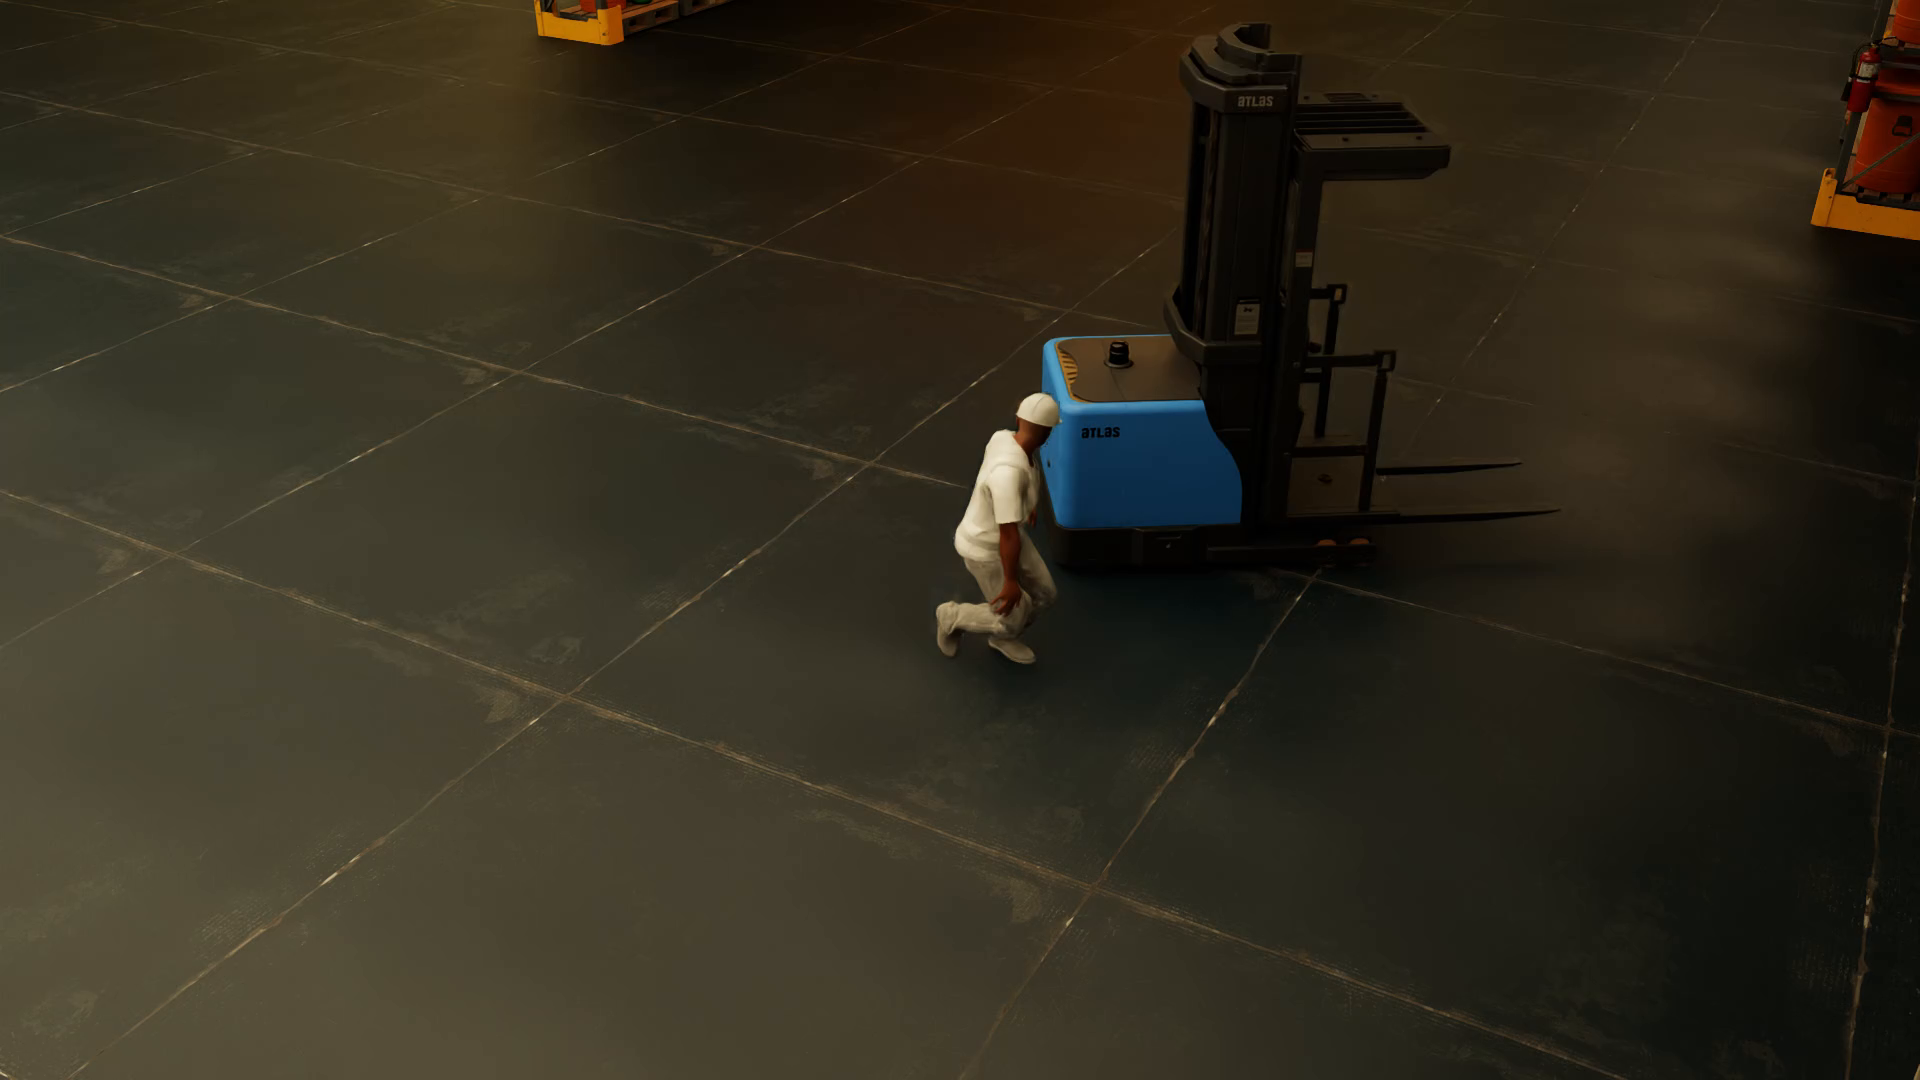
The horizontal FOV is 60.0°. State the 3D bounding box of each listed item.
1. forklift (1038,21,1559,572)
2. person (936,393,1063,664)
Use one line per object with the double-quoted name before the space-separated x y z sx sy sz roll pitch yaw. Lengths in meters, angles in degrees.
"forklift" 2.024 -1.368 9.440 3.031 2.935 1.130 -2 30 -4
"person" 0.179 -0.030 8.523 0.644 1.555 0.852 11 32 18
